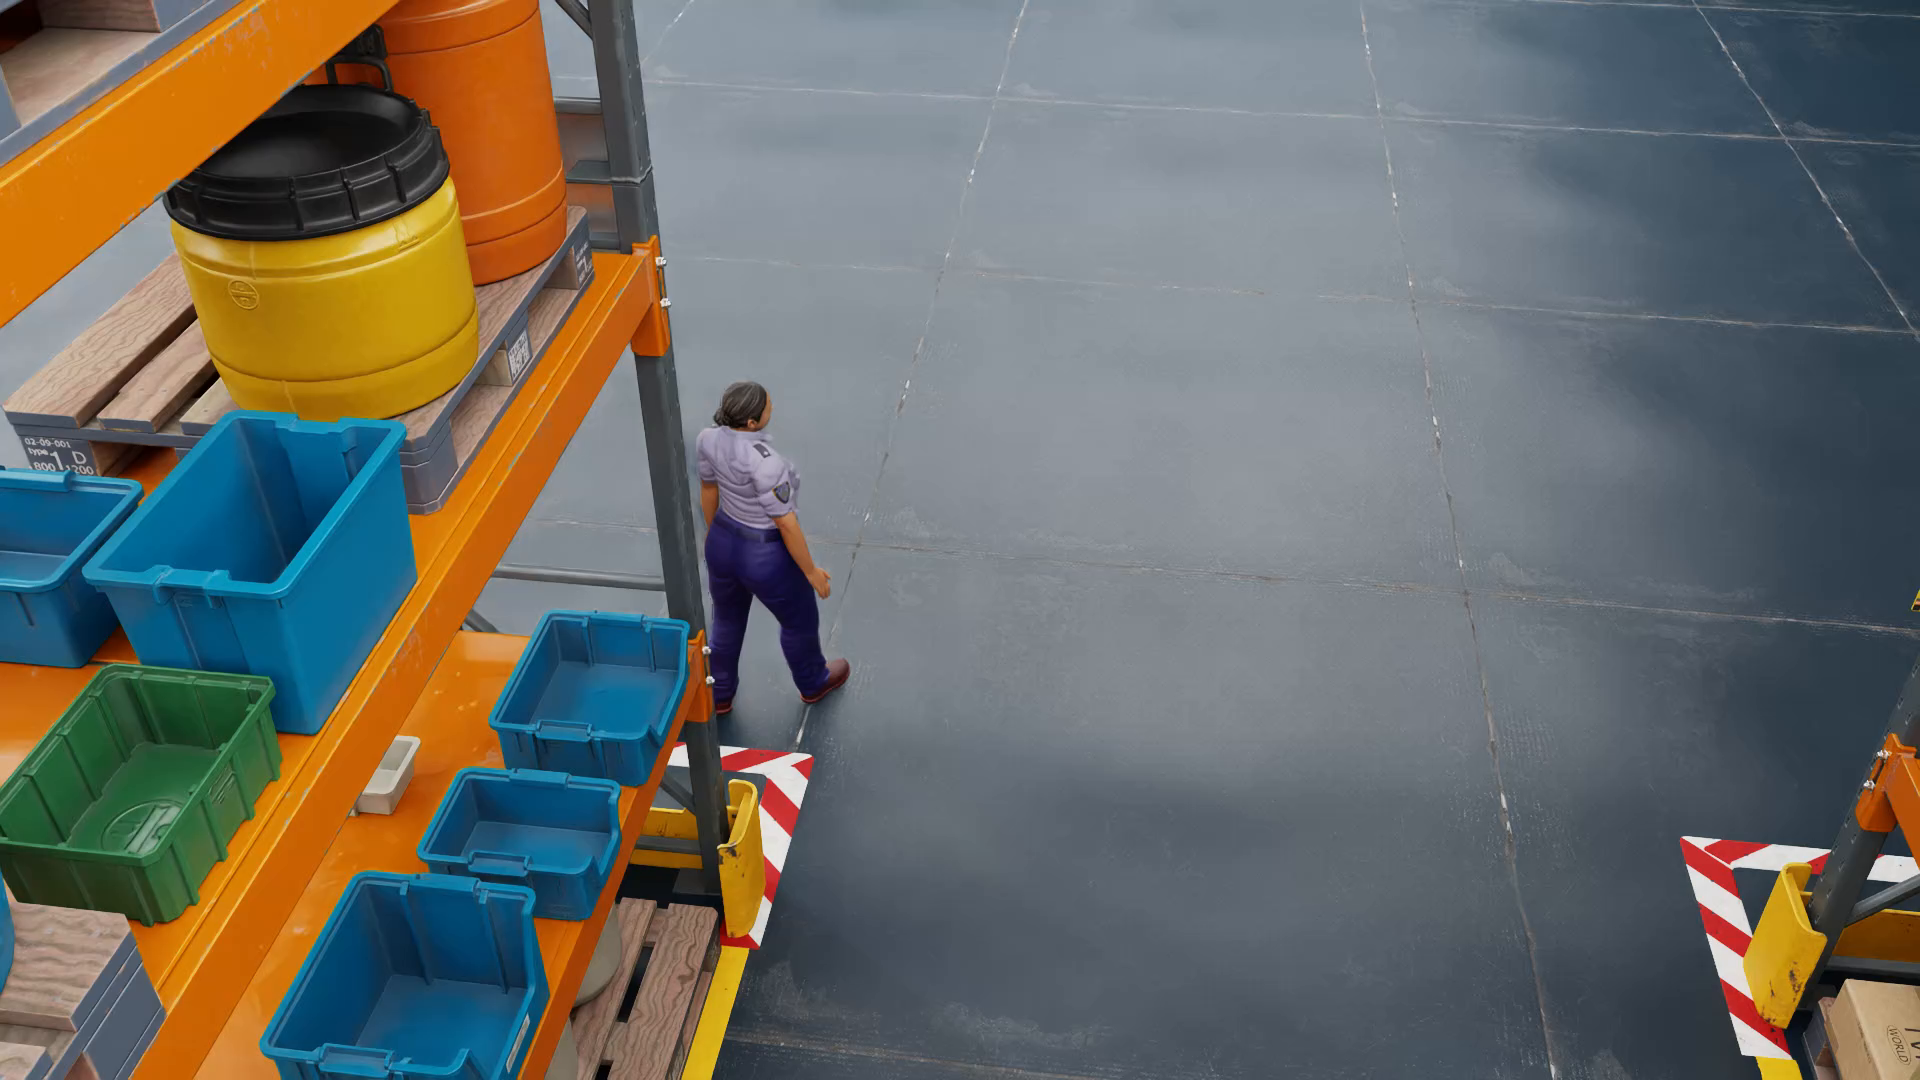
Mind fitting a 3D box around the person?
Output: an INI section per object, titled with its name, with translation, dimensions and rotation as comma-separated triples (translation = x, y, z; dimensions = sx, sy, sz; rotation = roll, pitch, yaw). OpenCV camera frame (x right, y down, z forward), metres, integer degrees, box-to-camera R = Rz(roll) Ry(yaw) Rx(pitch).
[person]
translation = -0.786, 0.032, 6.977
dimensions = 0.658, 1.640, 0.600
rotation = 24, 43, 29
